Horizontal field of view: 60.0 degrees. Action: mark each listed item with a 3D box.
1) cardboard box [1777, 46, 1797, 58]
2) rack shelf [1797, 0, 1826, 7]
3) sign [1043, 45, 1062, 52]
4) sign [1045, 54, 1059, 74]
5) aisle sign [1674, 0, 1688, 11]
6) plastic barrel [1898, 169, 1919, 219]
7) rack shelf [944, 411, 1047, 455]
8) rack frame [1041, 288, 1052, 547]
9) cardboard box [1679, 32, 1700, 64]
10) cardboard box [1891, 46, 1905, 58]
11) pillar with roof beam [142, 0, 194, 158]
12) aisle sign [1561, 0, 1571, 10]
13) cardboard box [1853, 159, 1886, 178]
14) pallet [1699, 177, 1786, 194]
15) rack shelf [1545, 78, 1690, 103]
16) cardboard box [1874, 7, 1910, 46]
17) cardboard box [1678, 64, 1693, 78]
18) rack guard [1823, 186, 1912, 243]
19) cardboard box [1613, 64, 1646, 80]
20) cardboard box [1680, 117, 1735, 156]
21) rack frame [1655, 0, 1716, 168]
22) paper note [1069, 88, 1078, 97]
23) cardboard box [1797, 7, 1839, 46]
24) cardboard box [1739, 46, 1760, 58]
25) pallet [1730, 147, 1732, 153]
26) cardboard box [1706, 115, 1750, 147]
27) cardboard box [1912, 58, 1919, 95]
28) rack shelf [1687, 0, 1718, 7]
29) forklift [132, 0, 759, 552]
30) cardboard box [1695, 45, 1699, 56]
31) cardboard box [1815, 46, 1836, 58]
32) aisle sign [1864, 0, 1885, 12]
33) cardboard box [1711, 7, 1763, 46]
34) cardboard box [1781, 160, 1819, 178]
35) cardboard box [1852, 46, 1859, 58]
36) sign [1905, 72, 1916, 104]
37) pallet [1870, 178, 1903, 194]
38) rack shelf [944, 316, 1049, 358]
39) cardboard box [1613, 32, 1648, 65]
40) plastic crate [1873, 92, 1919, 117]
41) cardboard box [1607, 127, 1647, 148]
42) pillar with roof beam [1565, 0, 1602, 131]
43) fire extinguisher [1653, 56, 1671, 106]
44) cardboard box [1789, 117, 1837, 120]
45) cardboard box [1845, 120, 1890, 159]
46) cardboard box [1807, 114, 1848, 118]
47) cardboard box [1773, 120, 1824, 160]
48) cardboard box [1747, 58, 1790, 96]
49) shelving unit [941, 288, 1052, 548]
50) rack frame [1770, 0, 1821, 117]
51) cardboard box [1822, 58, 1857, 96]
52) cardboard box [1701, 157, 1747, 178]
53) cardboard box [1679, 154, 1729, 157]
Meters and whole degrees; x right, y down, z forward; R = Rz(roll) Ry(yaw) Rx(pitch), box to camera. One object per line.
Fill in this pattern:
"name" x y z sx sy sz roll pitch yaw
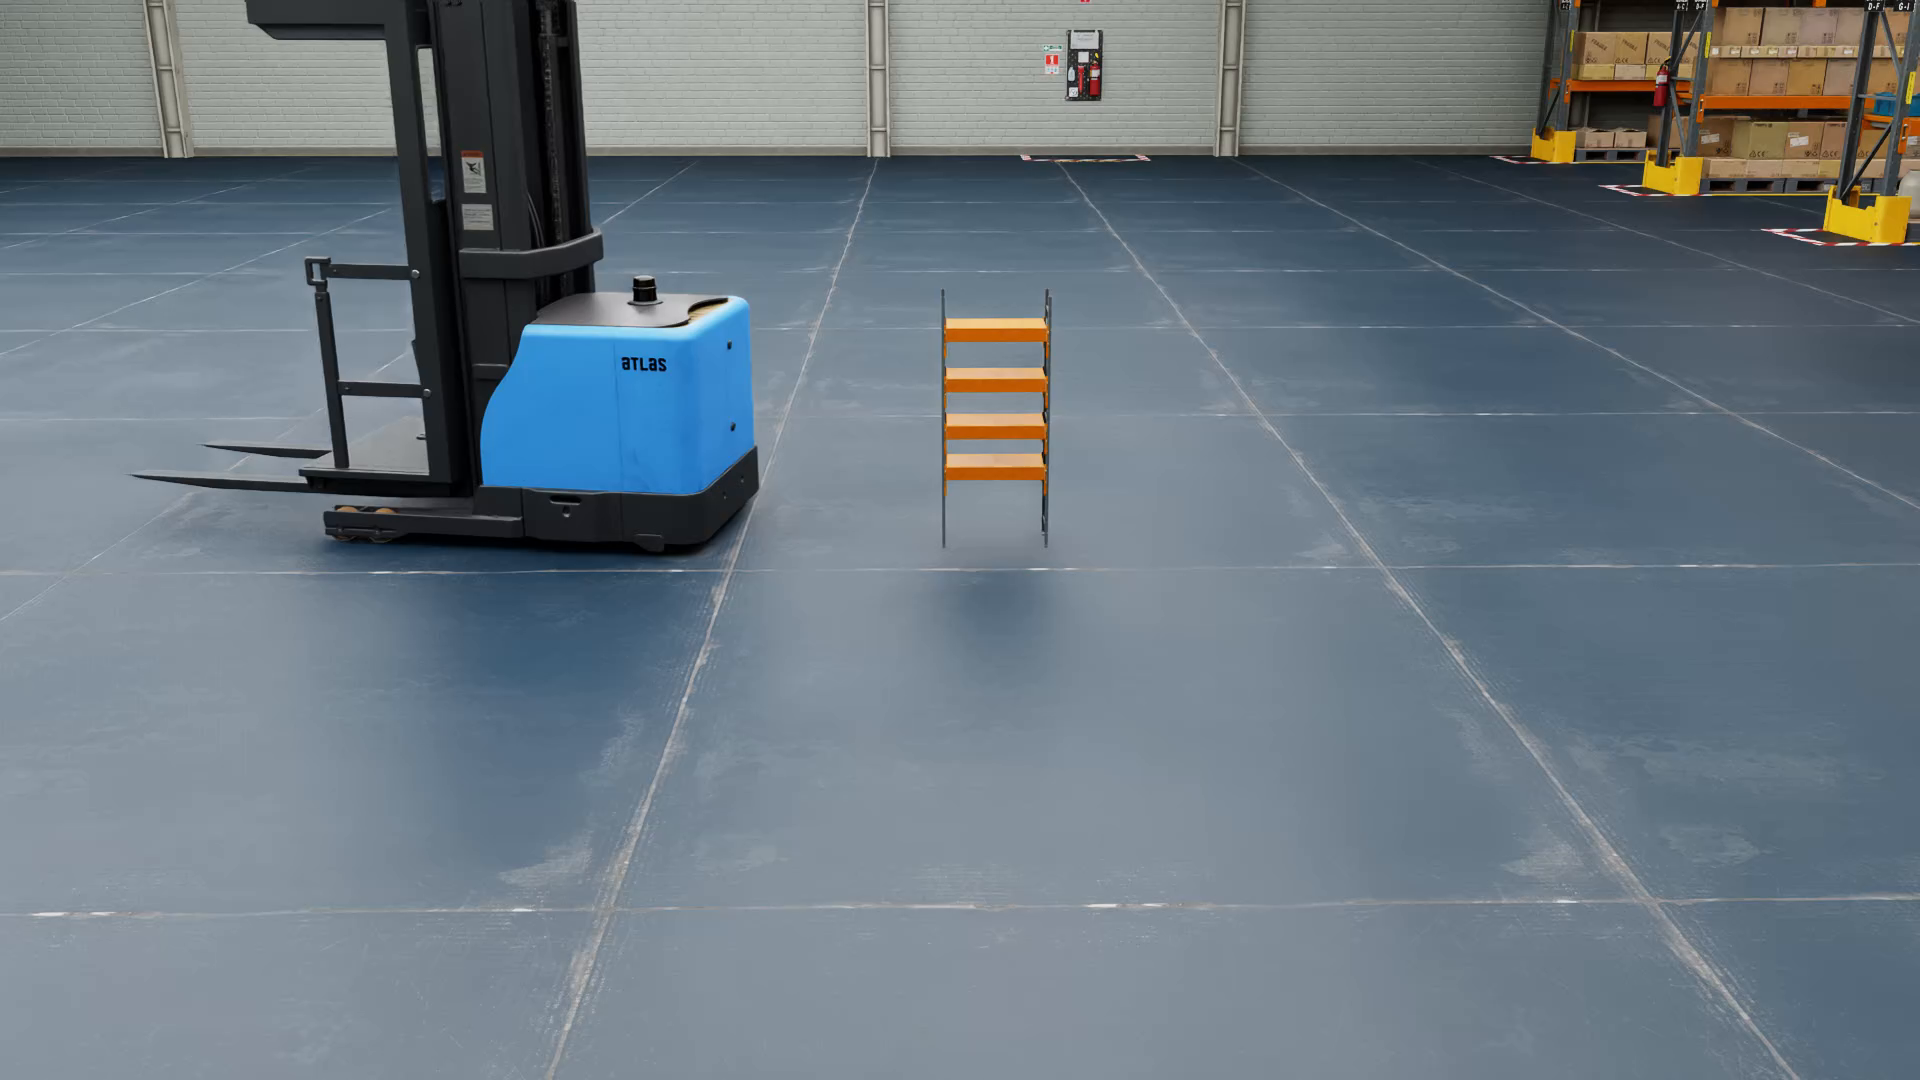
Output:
"cardboard box" 11.157 -6.638 22.603 0.250 0.149 0.380 -1 18 -2
"rack shelf" 15.913 -8.969 27.364 4.000 0.370 1.077 0 18 -1
"sign" 1.579 -8.388 28.360 0.331 0.109 0.001 0 18 -1
"sign" 1.575 -8.139 28.449 0.234 0.329 0.001 0 18 -1
"aisle sign" 9.925 -7.669 22.787 0.004 0.787 0.394 0 18 -1
"plastic barrel" 10.727 -3.871 18.588 0.421 0.512 0.421 0 18 0
"rack shelf" 0.166 -0.508 7.887 0.480 0.148 0.258 0 18 -1
"rack frame" 0.409 -0.573 7.870 0.015 1.200 0.240 0 18 -1
"cardboard box" 11.923 -8.066 27.267 0.500 0.500 0.500 0 18 1
"cardboard box" 12.709 -6.646 22.630 0.250 0.149 0.380 0 18 -1
"pillar with roof beam" -13.329 -9.548 23.080 0.400 9.000 9.100 0 18 -1
"aisle sign" 9.847 -9.000 26.938 0.004 0.787 0.394 0 18 -1
"cardboard box" 12.535 -5.176 23.087 0.500 0.250 0.500 0 18 -1
"pallet" 10.760 -5.030 23.383 1.213 0.211 1.003 0 18 -1
"rack shelf" 11.913 -7.522 27.762 4.000 0.370 1.077 0 18 -1
"cardboard box" 12.546 -7.017 22.724 0.500 0.500 0.700 0 18 -1
"cardboard box" 11.941 -7.707 27.376 0.500 0.250 0.500 0 18 0
"rack guard" 10.145 -3.653 18.617 0.348 0.500 1.175 0 18 -1
"cardboard box" 10.926 -7.705 27.368 0.500 0.250 0.500 -1 18 -3
"cardboard box" 10.527 -5.683 23.438 0.500 0.500 0.500 0 18 -1
"rack frame" 9.996 -6.342 22.906 0.127 3.000 1.000 0 18 -1
"paper note" 1.951 -7.694 28.563 0.142 0.148 0.016 0 18 -1
"cardboard box" 11.545 -7.012 22.709 0.500 0.500 0.700 0 18 -1
"cardboard box" 10.655 -6.636 22.599 0.250 0.149 0.380 -1 18 -2
"pallet" 13.242 -6.532 28.064 1.213 0.211 1.003 0 18 -1
"cardboard box" 12.876 -6.876 27.943 0.500 0.500 0.500 -2 18 -5
"cardboard box" 13.024 -6.400 22.924 0.500 0.500 0.700 0 18 -1
"rack shelf" 11.995 -7.437 22.587 4.000 0.370 1.077 0 18 -1
"forklift" -2.608 -1.534 8.031 3.031 2.935 1.130 3 18 9
"cardboard box" 10.375 -6.758 22.978 0.250 0.149 0.380 -1 18 -2
"cardboard box" 11.679 -6.641 22.613 0.250 0.149 0.380 -1 18 -2
"aisle sign" 9.993 -6.157 18.074 0.004 0.787 0.394 0 18 -1
"cardboard box" 10.516 -7.006 22.688 0.500 0.500 0.700 0 18 -1
"cardboard box" 11.535 -5.173 23.076 0.500 0.250 0.500 0 18 -1
"cardboard box" 12.192 -6.643 22.619 0.250 0.149 0.380 0 18 1
"sign" 10.074 -4.792 17.623 0.005 0.325 0.100 0 18 -1
"pallet" 13.199 -5.042 23.420 1.213 0.211 1.003 0 18 -1
"rack shelf" 0.166 -0.946 7.747 0.480 0.148 0.258 0 18 -1
"cardboard box" 10.890 -8.060 27.246 0.500 0.500 0.500 0 18 -1
"plastic crate" 10.566 -4.852 18.505 0.616 0.251 0.499 0 18 -1
"cardboard box" 11.177 -6.762 27.899 0.500 0.311 0.500 1 18 4
"pillar with roof beam" 10.668 -9.664 23.441 0.400 9.000 9.100 0 18 -1
"fire extinguisher" 9.870 -6.446 23.358 0.183 0.674 0.296 0 18 -1
"cardboard box" 12.027 -5.694 23.474 0.500 0.500 0.500 0 18 -1
"cardboard box" 12.535 -5.537 22.984 0.500 0.500 0.500 0 18 -1
"cardboard box" 14.649 -6.902 28.024 0.500 0.500 0.700 0 18 1
"cardboard box" 11.535 -5.533 22.972 0.500 0.500 0.500 0 18 -1
"cardboard box" 10.988 -6.392 22.898 0.500 0.500 0.700 0 18 1
"shelving unit" 0.166 -0.572 7.867 0.503 1.200 0.258 0 18 -1
"rack frame" 13.913 -7.874 27.682 0.127 3.000 1.000 0 18 -1
"cardboard box" 12.010 -6.396 22.911 0.500 0.500 0.700 0 18 1
"cardboard box" 10.535 -5.167 23.058 0.500 0.250 0.500 0 18 -1
"cardboard box" 10.527 -5.325 23.551 0.500 0.250 0.500 0 18 -1
